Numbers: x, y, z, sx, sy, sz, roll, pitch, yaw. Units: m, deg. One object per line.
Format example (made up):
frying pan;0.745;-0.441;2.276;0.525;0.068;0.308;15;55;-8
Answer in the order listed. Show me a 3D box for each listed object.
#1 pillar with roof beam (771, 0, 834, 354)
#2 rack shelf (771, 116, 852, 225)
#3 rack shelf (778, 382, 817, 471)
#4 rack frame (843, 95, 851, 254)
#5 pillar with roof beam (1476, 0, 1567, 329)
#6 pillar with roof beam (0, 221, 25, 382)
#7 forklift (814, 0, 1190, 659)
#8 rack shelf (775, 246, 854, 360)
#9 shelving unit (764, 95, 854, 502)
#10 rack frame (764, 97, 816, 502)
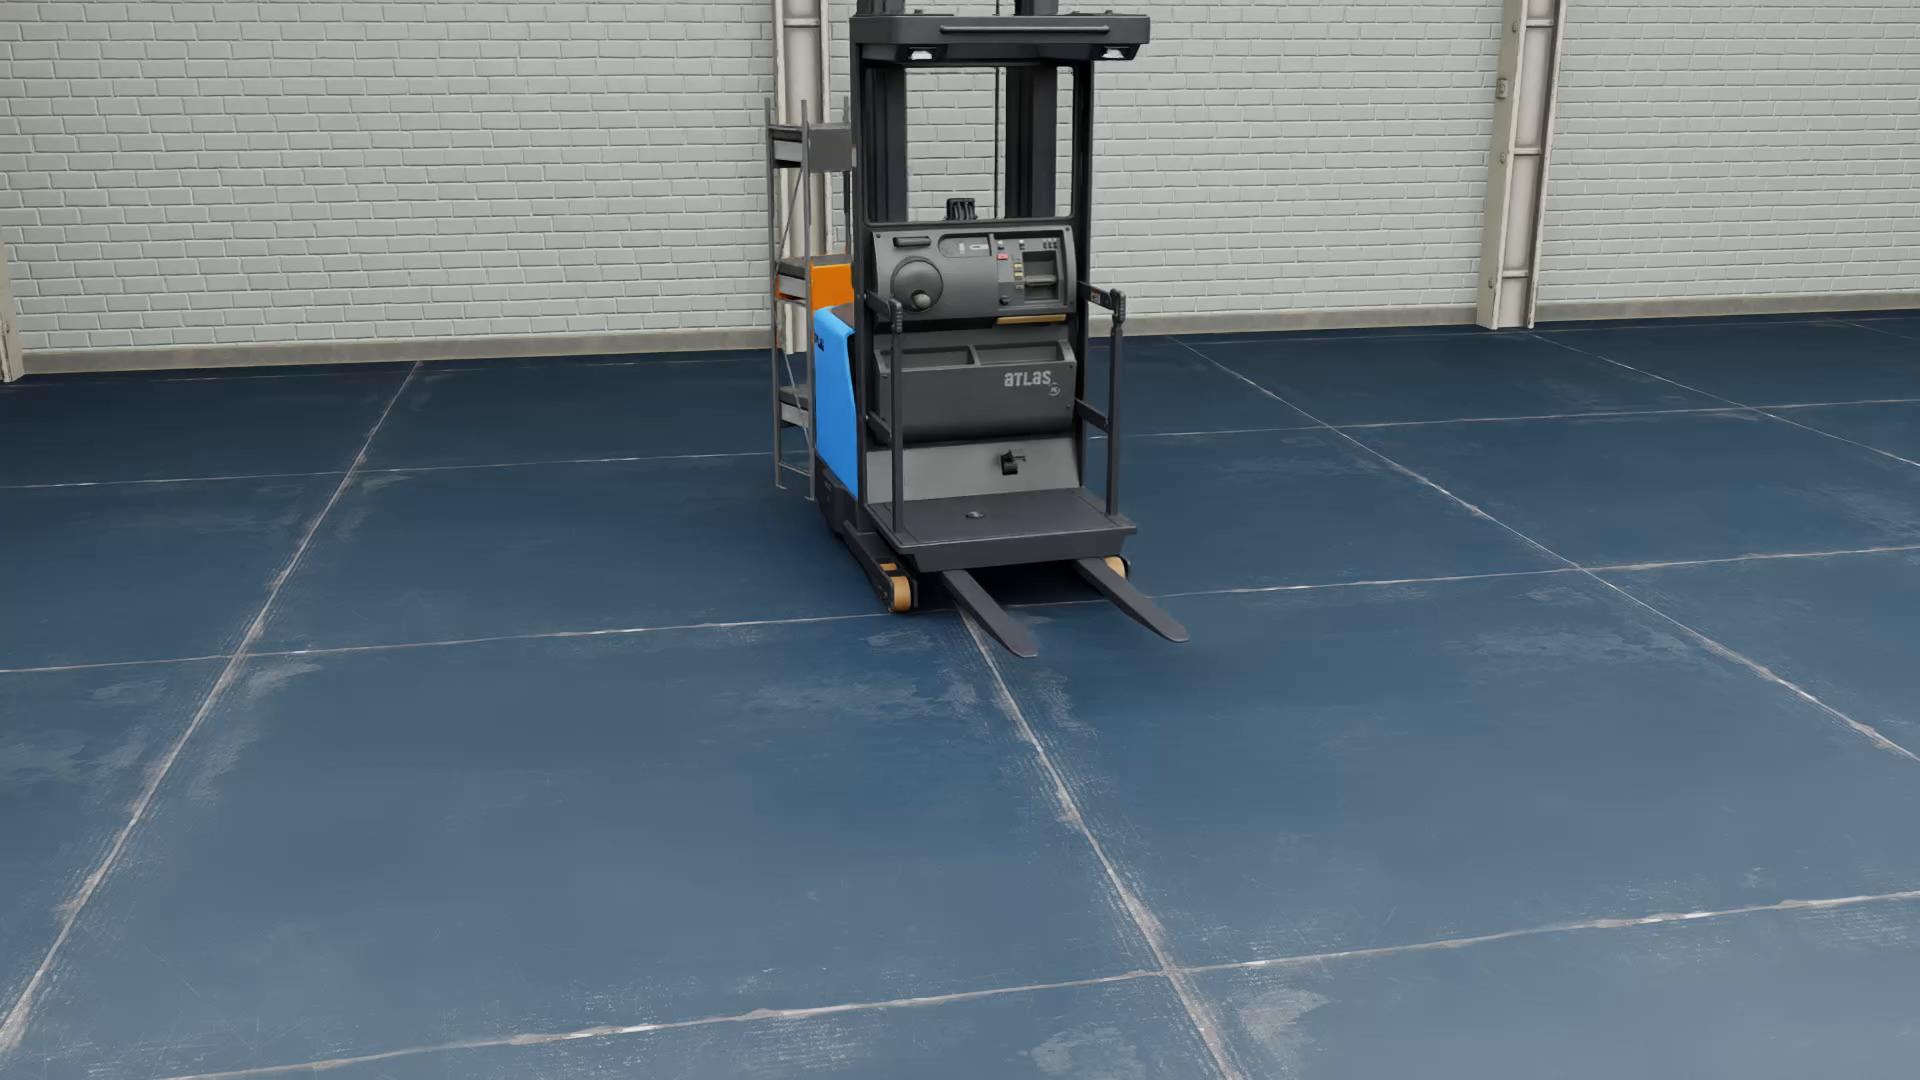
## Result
pillar with roof beam;-0.386;-4.576;7.882;0.400;9.000;9.100;-3;17;-10
rack shelf;-0.699;-1.954;8.754;0.480;0.518;0.431;-12;21;-35
rack shelf;-0.705;-0.614;9.160;0.480;0.518;0.431;-12;21;-35
rack frame;-0.506;-1.338;9.092;0.015;2.100;0.400;-12;21;-35
pillar with roof beam;5.505;-4.910;8.970;0.400;9.000;9.100;-3;17;-10
pillar with roof beam;-6.277;-4.241;6.794;0.400;9.000;9.100;-3;17;-10
forklift;0.132;-1.209;7.255;1.130;2.935;3.031;-5;18;-15
rack shelf;-0.702;-1.284;8.957;0.480;0.518;0.431;-12;21;-35
shelving unit;-0.702;-1.297;8.953;0.503;2.100;0.431;-12;21;-35
rack frame;-0.898;-1.255;8.814;0.015;2.100;0.400;-12;21;-35
